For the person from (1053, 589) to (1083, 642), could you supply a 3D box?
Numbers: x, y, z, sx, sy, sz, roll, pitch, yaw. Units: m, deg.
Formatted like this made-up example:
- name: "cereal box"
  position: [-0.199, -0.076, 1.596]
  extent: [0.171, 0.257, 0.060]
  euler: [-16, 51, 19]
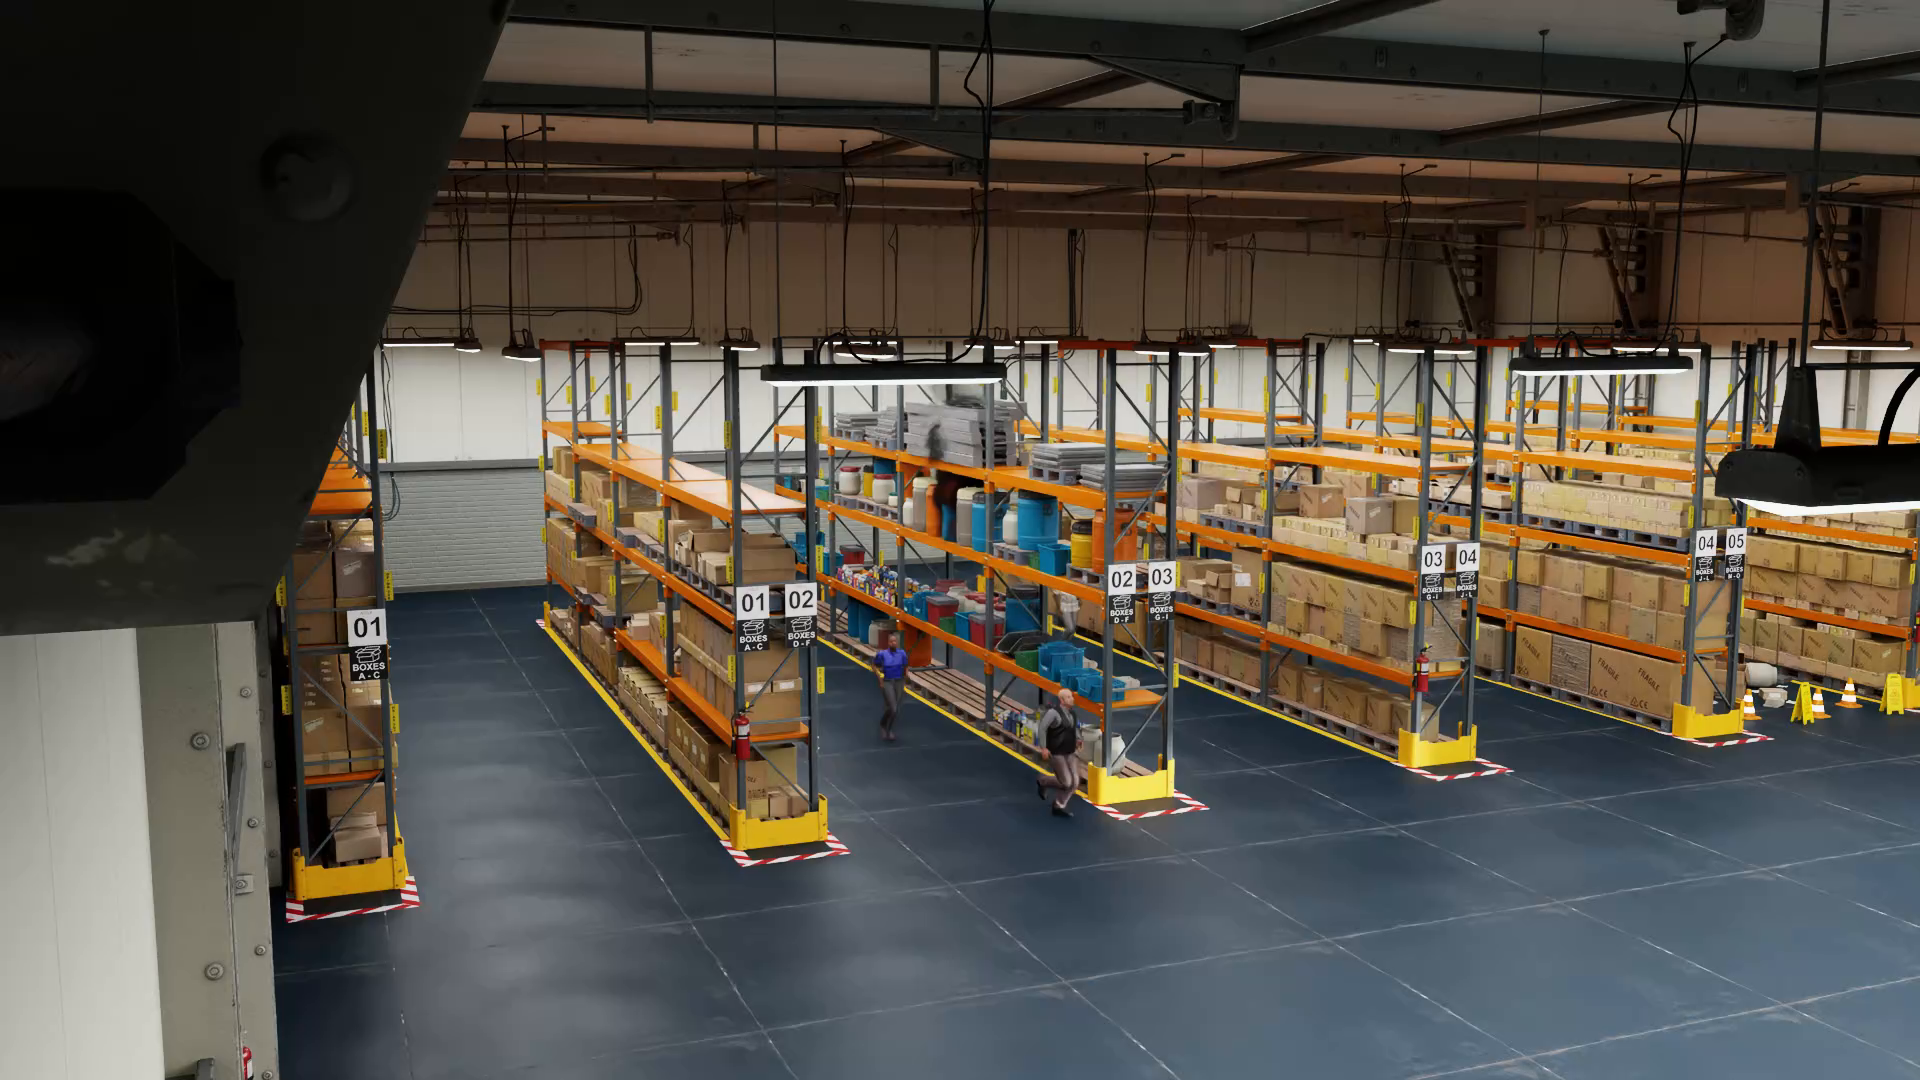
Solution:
- name: "person"
  position: [2.115, 1.374, 31.790]
  extent: [0.554, 1.674, 0.632]
  euler: [-3, 8, -21]

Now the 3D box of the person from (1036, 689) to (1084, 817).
- name: "person"
  position: [1.287, 2.730, 21.395]
  extent: [0.615, 1.659, 0.676]
  euler: [7, 10, 42]

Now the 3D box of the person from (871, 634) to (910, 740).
- name: "person"
  position: [-1.011, 2.239, 25.312]
  extent: [0.555, 1.633, 0.632]
  euler: [-3, 8, -23]

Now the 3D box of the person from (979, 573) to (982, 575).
- name: "person"
  position: [0.832, 0.369, 39.735]
  extent: [0.822, 1.636, 0.646]
  euler: [-2, 8, -13]

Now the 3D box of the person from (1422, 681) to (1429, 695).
- name: "person"
  position: [7.882, 1.810, 28.022]
  extent: [0.704, 1.728, 0.761]
  euler: [-5, 9, -31]
